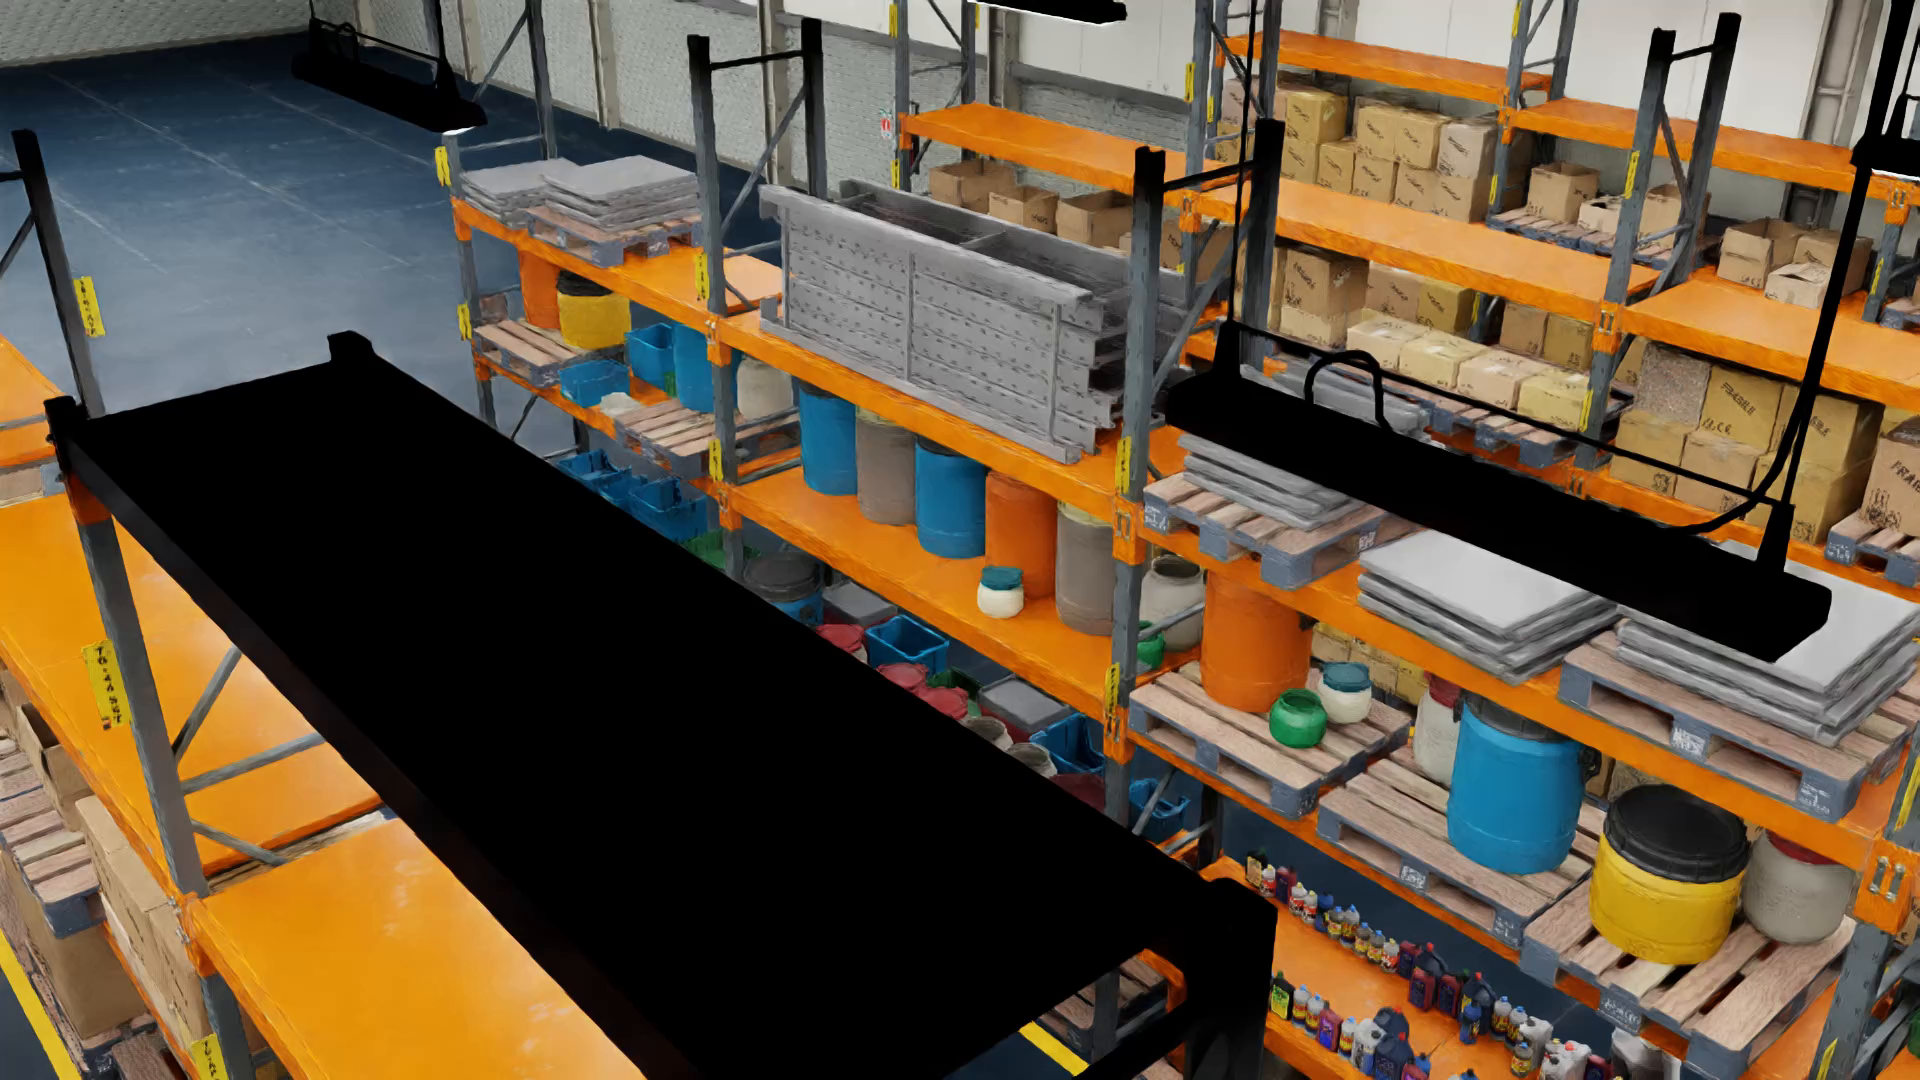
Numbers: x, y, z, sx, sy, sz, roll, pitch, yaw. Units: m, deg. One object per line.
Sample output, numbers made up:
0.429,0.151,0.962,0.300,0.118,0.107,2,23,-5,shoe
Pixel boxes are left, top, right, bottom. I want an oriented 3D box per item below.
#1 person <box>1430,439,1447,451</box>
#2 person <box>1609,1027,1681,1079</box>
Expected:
4.930,-1.001,17.632,0.896,1.715,0.735,16,31,29,person
4.047,3.028,9.751,0.537,1.665,0.572,-8,28,-16,person
